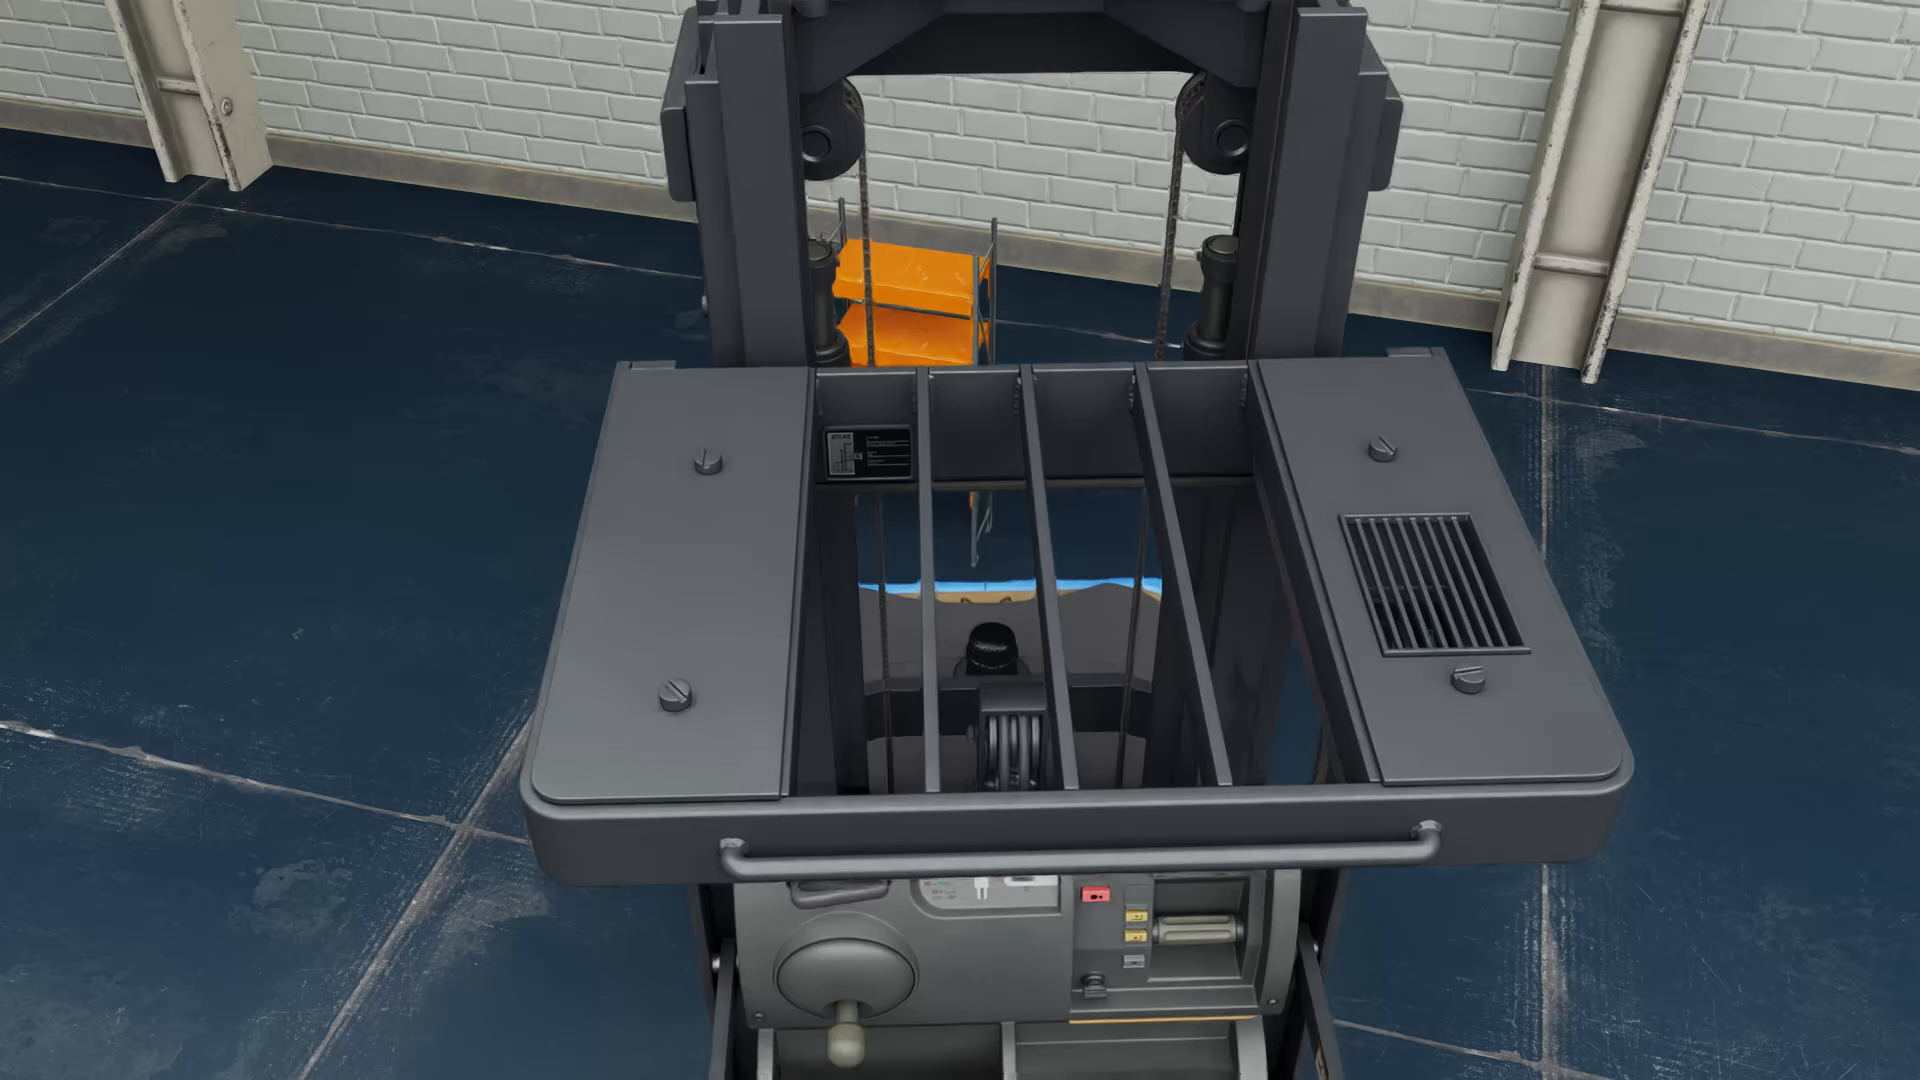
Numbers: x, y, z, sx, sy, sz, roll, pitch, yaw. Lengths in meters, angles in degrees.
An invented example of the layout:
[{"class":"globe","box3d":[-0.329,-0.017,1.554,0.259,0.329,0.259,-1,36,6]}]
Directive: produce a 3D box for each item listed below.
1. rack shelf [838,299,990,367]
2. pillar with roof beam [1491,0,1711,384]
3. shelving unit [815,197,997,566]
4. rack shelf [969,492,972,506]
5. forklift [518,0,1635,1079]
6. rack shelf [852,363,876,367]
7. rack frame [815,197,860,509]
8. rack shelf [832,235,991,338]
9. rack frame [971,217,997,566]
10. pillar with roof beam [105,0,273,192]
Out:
[{"class":"rack shelf","box3d":[-0.160,-0.607,5.296,0.480,0.148,0.258,10,41,11]},{"class":"pillar with roof beam","box3d":[1.213,-1.507,0.548,0.400,9.000,9.100,10,41,11]},{"class":"shelving unit","box3d":[-0.160,-0.487,5.397,0.503,1.200,0.258,10,41,11]},{"class":"rack shelf","box3d":[-0.160,-0.283,5.568,0.480,0.148,0.258,10,41,11]},{"class":"forklift","box3d":[0.105,0.740,2.590,1.130,2.935,3.031,-1,40,-1]},{"class":"rack shelf","box3d":[-0.160,-0.435,5.440,0.480,0.148,0.258,10,41,11]},{"class":"rack frame","box3d":[-0.396,-0.528,5.445,0.015,1.200,0.240,10,41,11]},{"class":"rack shelf","box3d":[-0.160,-0.788,5.144,0.480,0.148,0.258,10,41,11]},{"class":"rack frame","box3d":[0.076,-0.446,5.349,0.015,1.200,0.240,10,41,11]},{"class":"pillar with roof beam","box3d":[-4.583,-2.505,1.735,0.400,9.000,9.100,10,41,11]}]
